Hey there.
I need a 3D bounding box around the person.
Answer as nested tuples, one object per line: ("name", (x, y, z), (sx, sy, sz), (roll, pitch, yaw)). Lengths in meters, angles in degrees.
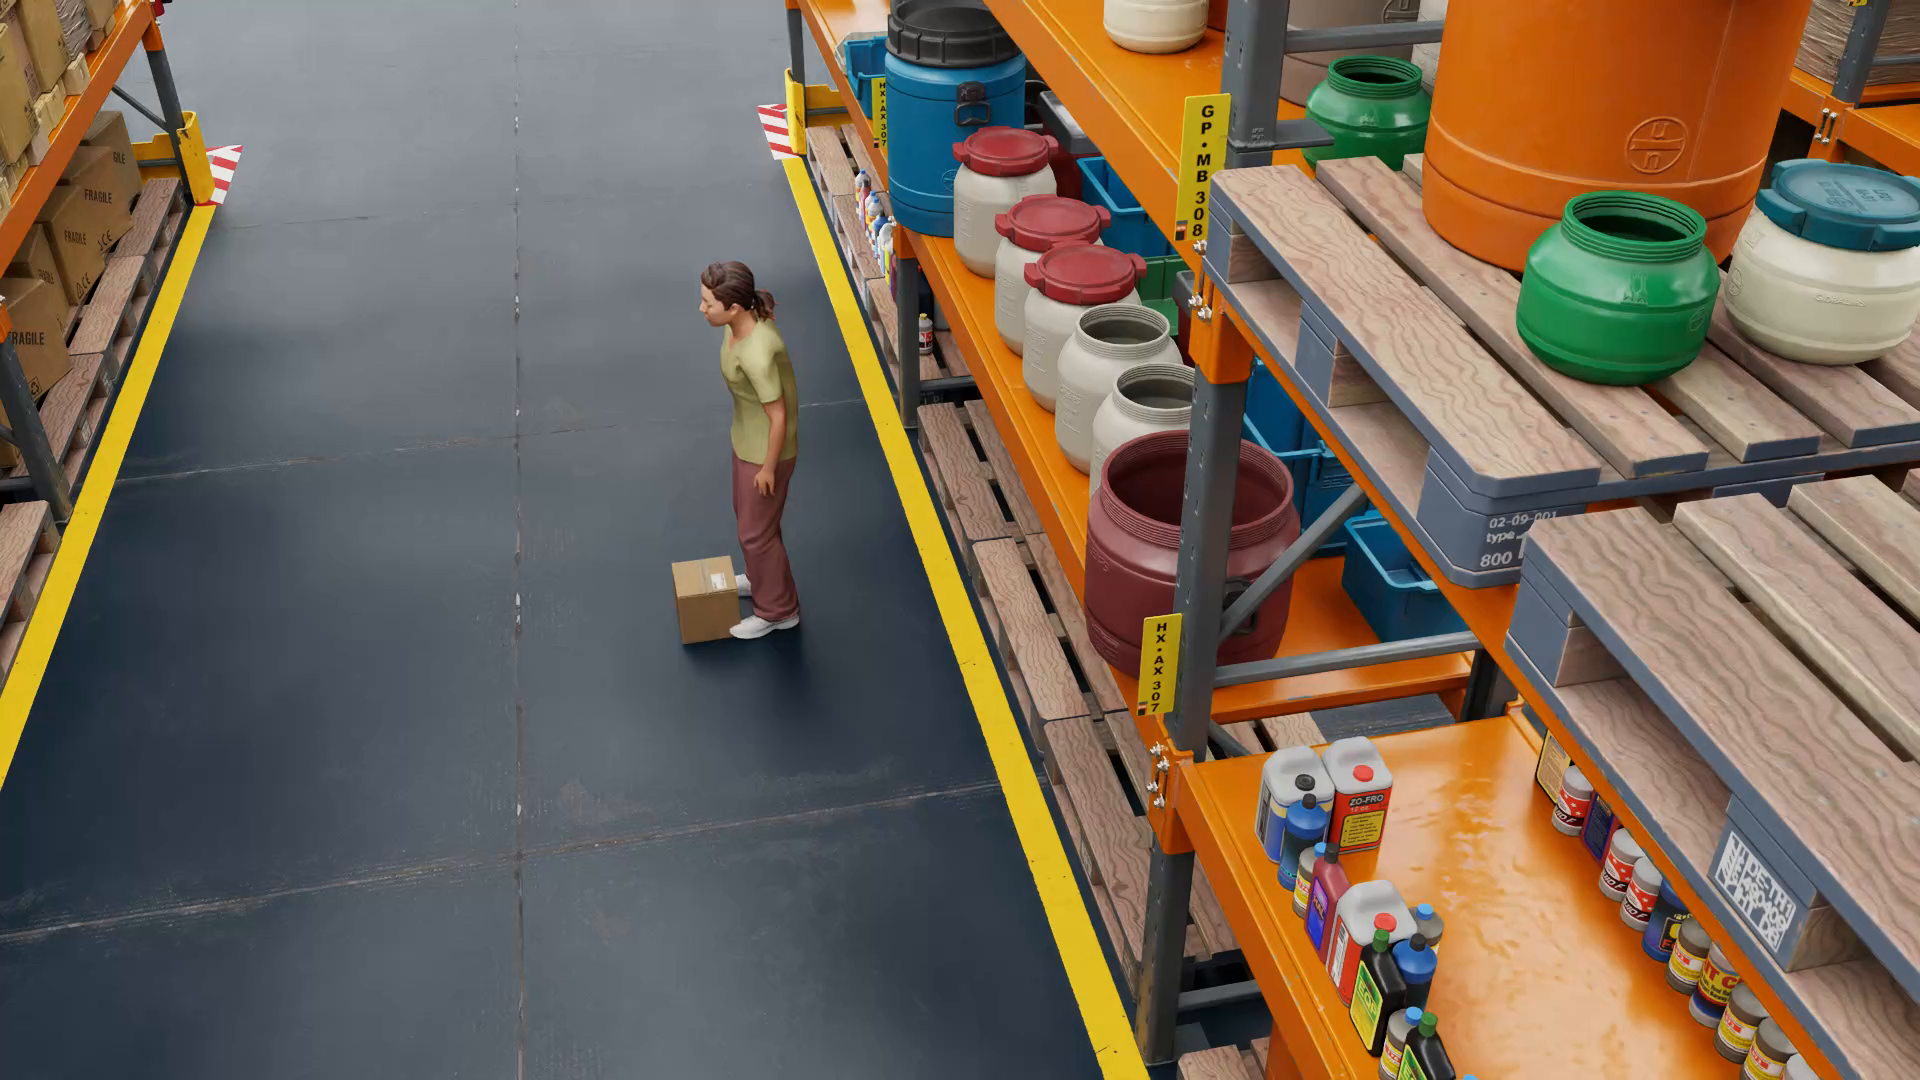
("person", (-0.829, -0.367, 6.681), (0.364, 1.671, 0.511), (-9, 36, -13))
